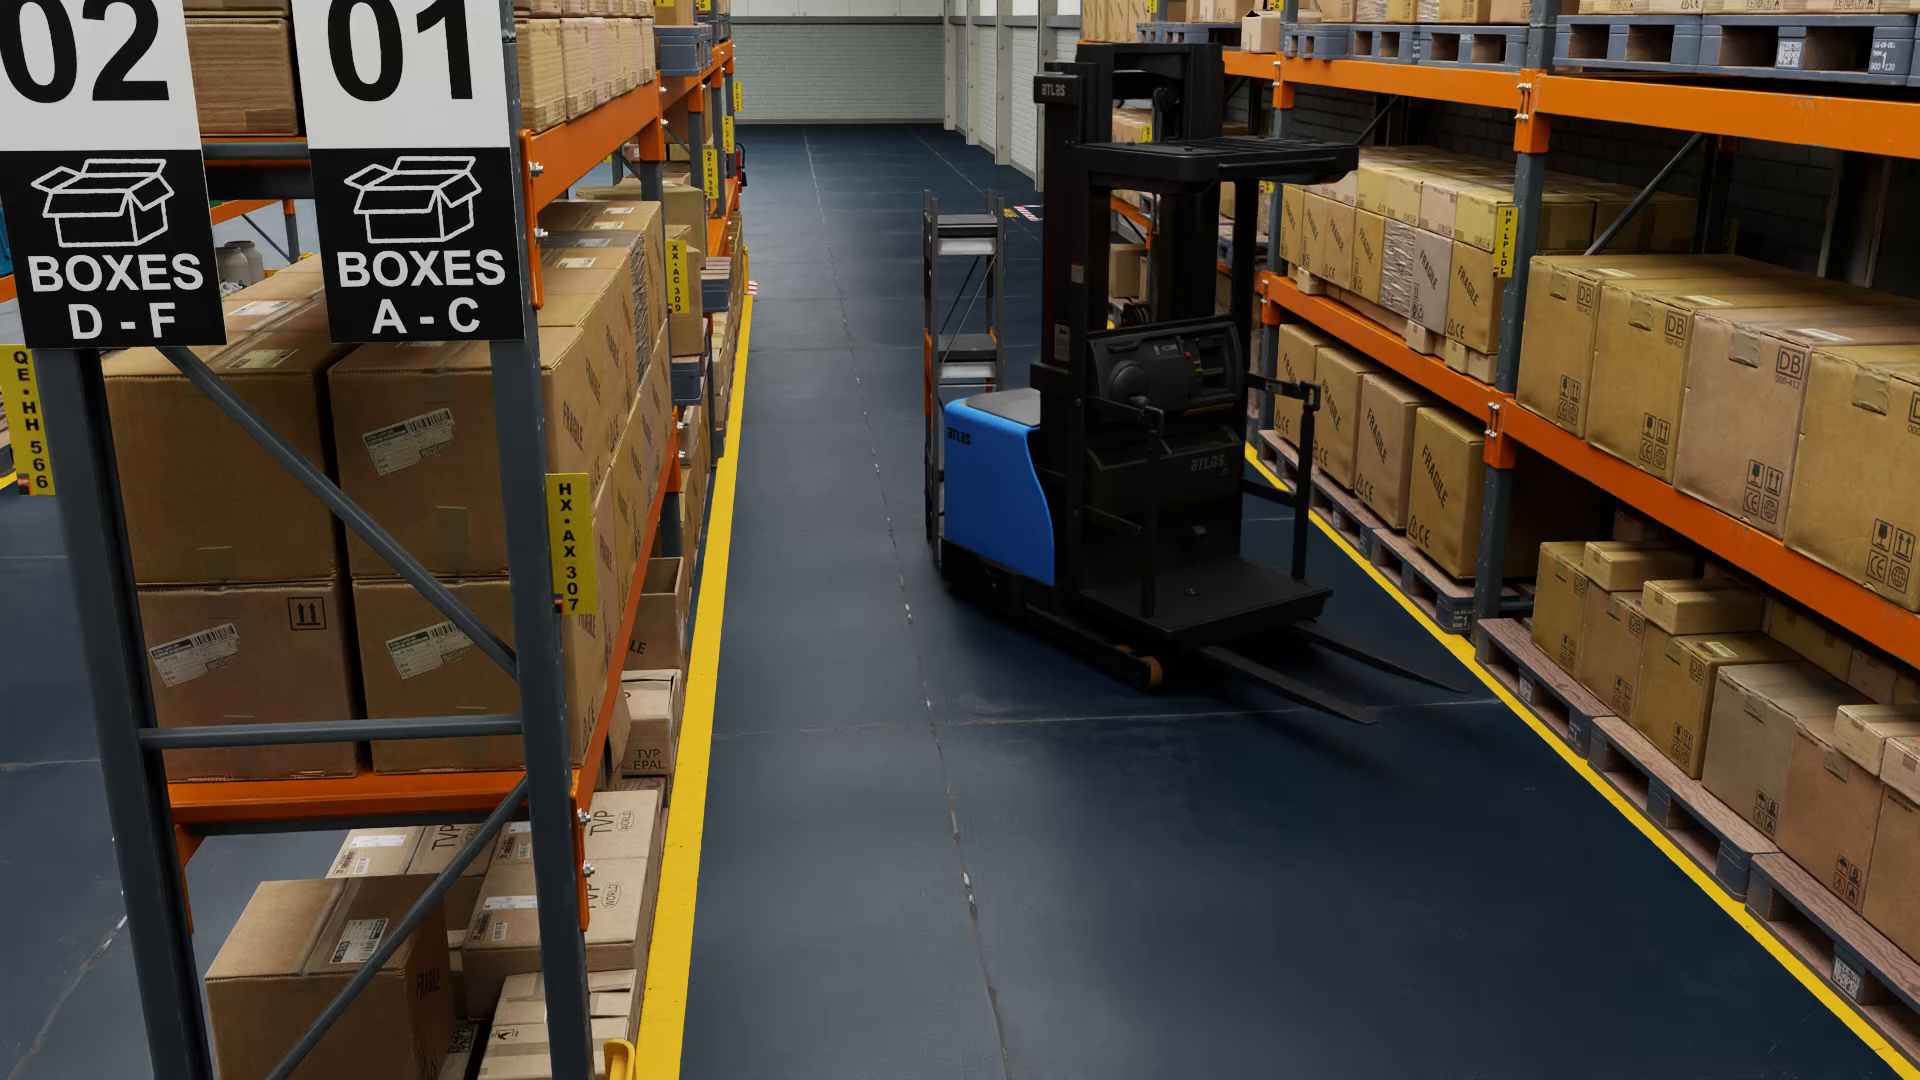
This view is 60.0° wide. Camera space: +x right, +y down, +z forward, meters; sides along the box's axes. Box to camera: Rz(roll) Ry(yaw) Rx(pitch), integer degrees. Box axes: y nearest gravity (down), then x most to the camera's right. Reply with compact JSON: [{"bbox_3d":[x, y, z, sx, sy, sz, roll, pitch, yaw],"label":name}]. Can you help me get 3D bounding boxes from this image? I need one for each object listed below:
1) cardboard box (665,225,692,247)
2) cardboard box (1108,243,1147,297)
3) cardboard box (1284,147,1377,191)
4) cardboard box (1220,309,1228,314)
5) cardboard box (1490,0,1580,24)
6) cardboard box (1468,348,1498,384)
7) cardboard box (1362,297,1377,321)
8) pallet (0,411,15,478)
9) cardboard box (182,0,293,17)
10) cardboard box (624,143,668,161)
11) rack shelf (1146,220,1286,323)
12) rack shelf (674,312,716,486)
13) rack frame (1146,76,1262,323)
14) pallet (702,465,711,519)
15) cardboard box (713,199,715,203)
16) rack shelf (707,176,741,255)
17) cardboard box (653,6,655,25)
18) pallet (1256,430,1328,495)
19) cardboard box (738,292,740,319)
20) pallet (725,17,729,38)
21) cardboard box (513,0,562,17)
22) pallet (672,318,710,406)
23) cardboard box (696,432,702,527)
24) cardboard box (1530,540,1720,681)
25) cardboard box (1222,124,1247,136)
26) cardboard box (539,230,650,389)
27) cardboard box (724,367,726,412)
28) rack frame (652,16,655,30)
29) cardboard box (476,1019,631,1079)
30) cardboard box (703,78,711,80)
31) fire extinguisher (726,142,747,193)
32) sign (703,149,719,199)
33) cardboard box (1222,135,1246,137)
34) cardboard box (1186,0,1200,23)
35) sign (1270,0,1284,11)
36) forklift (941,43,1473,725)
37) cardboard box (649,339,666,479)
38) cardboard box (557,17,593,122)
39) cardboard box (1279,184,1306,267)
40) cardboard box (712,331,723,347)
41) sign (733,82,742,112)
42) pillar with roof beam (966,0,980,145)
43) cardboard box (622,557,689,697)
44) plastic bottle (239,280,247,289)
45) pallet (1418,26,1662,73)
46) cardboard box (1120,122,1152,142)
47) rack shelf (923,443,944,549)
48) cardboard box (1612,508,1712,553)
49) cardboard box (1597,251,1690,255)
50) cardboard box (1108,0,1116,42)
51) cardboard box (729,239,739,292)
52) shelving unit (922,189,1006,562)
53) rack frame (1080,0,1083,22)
[{"bbox_3d":[-1.777,-1.350,8.603,0.700,0.500,0.500,1,17,3],"label":"cardboard box"},{"bbox_3d":[1.939,-2.899,17.843,0.700,0.500,0.500,-3,18,-9],"label":"cardboard box"},{"bbox_3d":[2.491,-2.502,11.191,0.500,0.250,0.500,-1,17,-4],"label":"cardboard box"},{"bbox_3d":[2.554,-1.632,13.805,0.700,0.500,0.500,-2,18,-6],"label":"cardboard box"},{"bbox_3d":[3.128,-2.860,8.369,0.700,0.500,0.500,-3,18,-9],"label":"cardboard box"},{"bbox_3d":[2.793,-0.887,8.381,0.380,0.149,0.250,-2,18,-5],"label":"cardboard box"},{"bbox_3d":[2.670,-1.425,10.094,0.380,0.149,0.250,-2,18,-5],"label":"cardboard box"},{"bbox_3d":[-7.198,-0.693,12.031,1.003,0.211,1.213,-2,18,-6],"label":"pallet"},{"bbox_3d":[-1.711,-1.303,3.727,0.500,0.250,0.500,-2,18,-6],"label":"cardboard box"},{"bbox_3d":[-2.883,-3.566,15.279,0.380,0.149,0.250,-2,18,-6],"label":"cardboard box"},{"bbox_3d":[2.491,-2.350,13.855,1.077,0.370,4.000,-2,18,-6],"label":"rack shelf"},{"bbox_3d":[-2.023,-1.004,9.568,1.077,0.370,4.000,-2,18,-6],"label":"rack shelf"},{"bbox_3d":[2.285,-3.289,15.646,1.000,3.000,0.127,-2,18,-6],"label":"rack frame"},{"bbox_3d":[-2.190,-0.389,11.064,1.003,0.211,1.213,-2,18,-6],"label":"pallet"},{"bbox_3d":[-2.803,-3.621,16.537,0.700,0.500,0.500,-2,17,-5],"label":"cardboard box"},{"bbox_3d":[-2.848,-3.388,17.160,1.077,0.370,4.000,-2,18,-6],"label":"rack shelf"},{"bbox_3d":[-1.936,-3.028,8.771,0.600,0.600,0.600,-2,18,-8],"label":"cardboard box"},{"bbox_3d":[2.704,-0.530,11.512,1.003,0.211,1.213,-2,18,-6],"label":"pallet"},{"bbox_3d":[-2.435,-2.320,16.448,0.500,0.250,0.500,-2,18,-6],"label":"cardboard box"},{"bbox_3d":[-3.008,-5.504,17.841,1.003,0.211,1.213,-2,18,-6],"label":"pallet"},{"bbox_3d":[-1.199,-1.319,3.778,0.500,0.250,0.500,-2,18,-6],"label":"cardboard box"},{"bbox_3d":[-1.791,-0.901,8.360,1.003,0.211,1.213,-2,18,-6],"label":"pallet"},{"bbox_3d":[-1.786,-0.379,9.814,0.500,0.500,0.500,-2,18,-8],"label":"cardboard box"},{"bbox_3d":[3.085,0.313,7.645,0.700,0.500,0.500,-2,17,-5],"label":"cardboard box"},{"bbox_3d":[2.444,-3.731,16.019,0.500,0.500,0.500,-2,18,-7],"label":"cardboard box"},{"bbox_3d":[-1.400,-0.831,5.979,0.500,0.500,0.500,-2,18,-5],"label":"cardboard box"},{"bbox_3d":[-2.044,-1.146,12.710,0.500,0.250,0.500,-2,18,-7],"label":"cardboard box"},{"bbox_3d":[-1.817,-3.614,6.664,1.000,3.000,0.127,-2,18,-6],"label":"rack frame"},{"bbox_3d":[-1.106,1.455,4.559,0.380,0.149,0.250,-2,18,-6],"label":"cardboard box"},{"bbox_3d":[-2.901,-4.531,17.270,0.700,0.500,0.500,-2,18,-5],"label":"cardboard box"},{"bbox_3d":[-2.605,-4.339,19.120,0.296,0.674,0.183,-2,18,-6],"label":"fire extinguisher"},{"bbox_3d":[-1.691,-2.477,11.259,0.100,0.325,0.005,-2,18,-6],"label":"sign"},{"bbox_3d":[2.303,-3.394,15.078,0.700,0.500,0.500,-2,18,-5],"label":"cardboard box"},{"bbox_3d":[2.262,-4.803,14.592,0.500,0.500,0.500,1,17,2],"label":"cardboard box"},{"bbox_3d":[2.157,-3.759,11.271,0.100,0.325,0.005,-2,18,-6],"label":"sign"},{"bbox_3d":[1.140,-0.844,7.973,1.130,2.935,3.031,-12,21,-32],"label":"forklift"},{"bbox_3d":[-1.456,-0.505,6.609,0.500,0.500,0.500,-1,17,-4],"label":"cardboard box"},{"bbox_3d":[-1.243,-1.230,4.328,0.500,0.250,0.500,-2,18,-6],"label":"cardboard box"},{"bbox_3d":[2.493,-2.144,11.301,0.500,0.500,0.500,-1,17,-4],"label":"cardboard box"},{"bbox_3d":[-2.054,-1.421,12.647,0.500,0.311,0.500,-2,18,-7],"label":"cardboard box"},{"bbox_3d":[-2.514,-5.005,18.782,0.100,0.325,0.005,-2,18,-6],"label":"sign"},{"bbox_3d":[-3.953,-14.179,40.316,9.100,9.000,0.400,-2,18,-6],"label":"pillar with roof beam"},{"bbox_3d":[-1.476,0.392,7.358,0.500,0.500,0.500,-2,18,-6],"label":"cardboard box"},{"bbox_3d":[-7.326,-2.521,16.999,0.061,0.283,0.133,-1,17,-4],"label":"plastic bottle"},{"bbox_3d":[2.966,-2.517,8.498,0.805,0.209,1.217,-2,18,-8],"label":"pallet"},{"bbox_3d":[1.871,-3.865,16.444,0.500,0.500,0.500,-2,18,-6],"label":"cardboard box"},{"bbox_3d":[0.017,-0.272,9.919,0.431,0.518,0.480,-2,18,-6],"label":"rack shelf"},{"bbox_3d":[3.268,-0.046,7.705,0.380,0.149,0.250,-2,18,-6],"label":"cardboard box"},{"bbox_3d":[3.313,-1.250,8.452,0.500,0.500,0.500,-2,18,-8],"label":"cardboard box"},{"bbox_3d":[1.812,-5.387,17.121,0.500,0.500,0.500,-1,17,-2],"label":"cardboard box"},{"bbox_3d":[-2.438,-2.678,16.336,0.500,0.500,0.500,-2,18,-6],"label":"cardboard box"},{"bbox_3d":[0.017,-0.952,9.705,0.431,2.100,0.503,-2,18,-6],"label":"shelving unit"},{"bbox_3d":[1.872,-7.343,18.543,1.000,3.000,0.127,-2,18,-6],"label":"rack frame"}]
